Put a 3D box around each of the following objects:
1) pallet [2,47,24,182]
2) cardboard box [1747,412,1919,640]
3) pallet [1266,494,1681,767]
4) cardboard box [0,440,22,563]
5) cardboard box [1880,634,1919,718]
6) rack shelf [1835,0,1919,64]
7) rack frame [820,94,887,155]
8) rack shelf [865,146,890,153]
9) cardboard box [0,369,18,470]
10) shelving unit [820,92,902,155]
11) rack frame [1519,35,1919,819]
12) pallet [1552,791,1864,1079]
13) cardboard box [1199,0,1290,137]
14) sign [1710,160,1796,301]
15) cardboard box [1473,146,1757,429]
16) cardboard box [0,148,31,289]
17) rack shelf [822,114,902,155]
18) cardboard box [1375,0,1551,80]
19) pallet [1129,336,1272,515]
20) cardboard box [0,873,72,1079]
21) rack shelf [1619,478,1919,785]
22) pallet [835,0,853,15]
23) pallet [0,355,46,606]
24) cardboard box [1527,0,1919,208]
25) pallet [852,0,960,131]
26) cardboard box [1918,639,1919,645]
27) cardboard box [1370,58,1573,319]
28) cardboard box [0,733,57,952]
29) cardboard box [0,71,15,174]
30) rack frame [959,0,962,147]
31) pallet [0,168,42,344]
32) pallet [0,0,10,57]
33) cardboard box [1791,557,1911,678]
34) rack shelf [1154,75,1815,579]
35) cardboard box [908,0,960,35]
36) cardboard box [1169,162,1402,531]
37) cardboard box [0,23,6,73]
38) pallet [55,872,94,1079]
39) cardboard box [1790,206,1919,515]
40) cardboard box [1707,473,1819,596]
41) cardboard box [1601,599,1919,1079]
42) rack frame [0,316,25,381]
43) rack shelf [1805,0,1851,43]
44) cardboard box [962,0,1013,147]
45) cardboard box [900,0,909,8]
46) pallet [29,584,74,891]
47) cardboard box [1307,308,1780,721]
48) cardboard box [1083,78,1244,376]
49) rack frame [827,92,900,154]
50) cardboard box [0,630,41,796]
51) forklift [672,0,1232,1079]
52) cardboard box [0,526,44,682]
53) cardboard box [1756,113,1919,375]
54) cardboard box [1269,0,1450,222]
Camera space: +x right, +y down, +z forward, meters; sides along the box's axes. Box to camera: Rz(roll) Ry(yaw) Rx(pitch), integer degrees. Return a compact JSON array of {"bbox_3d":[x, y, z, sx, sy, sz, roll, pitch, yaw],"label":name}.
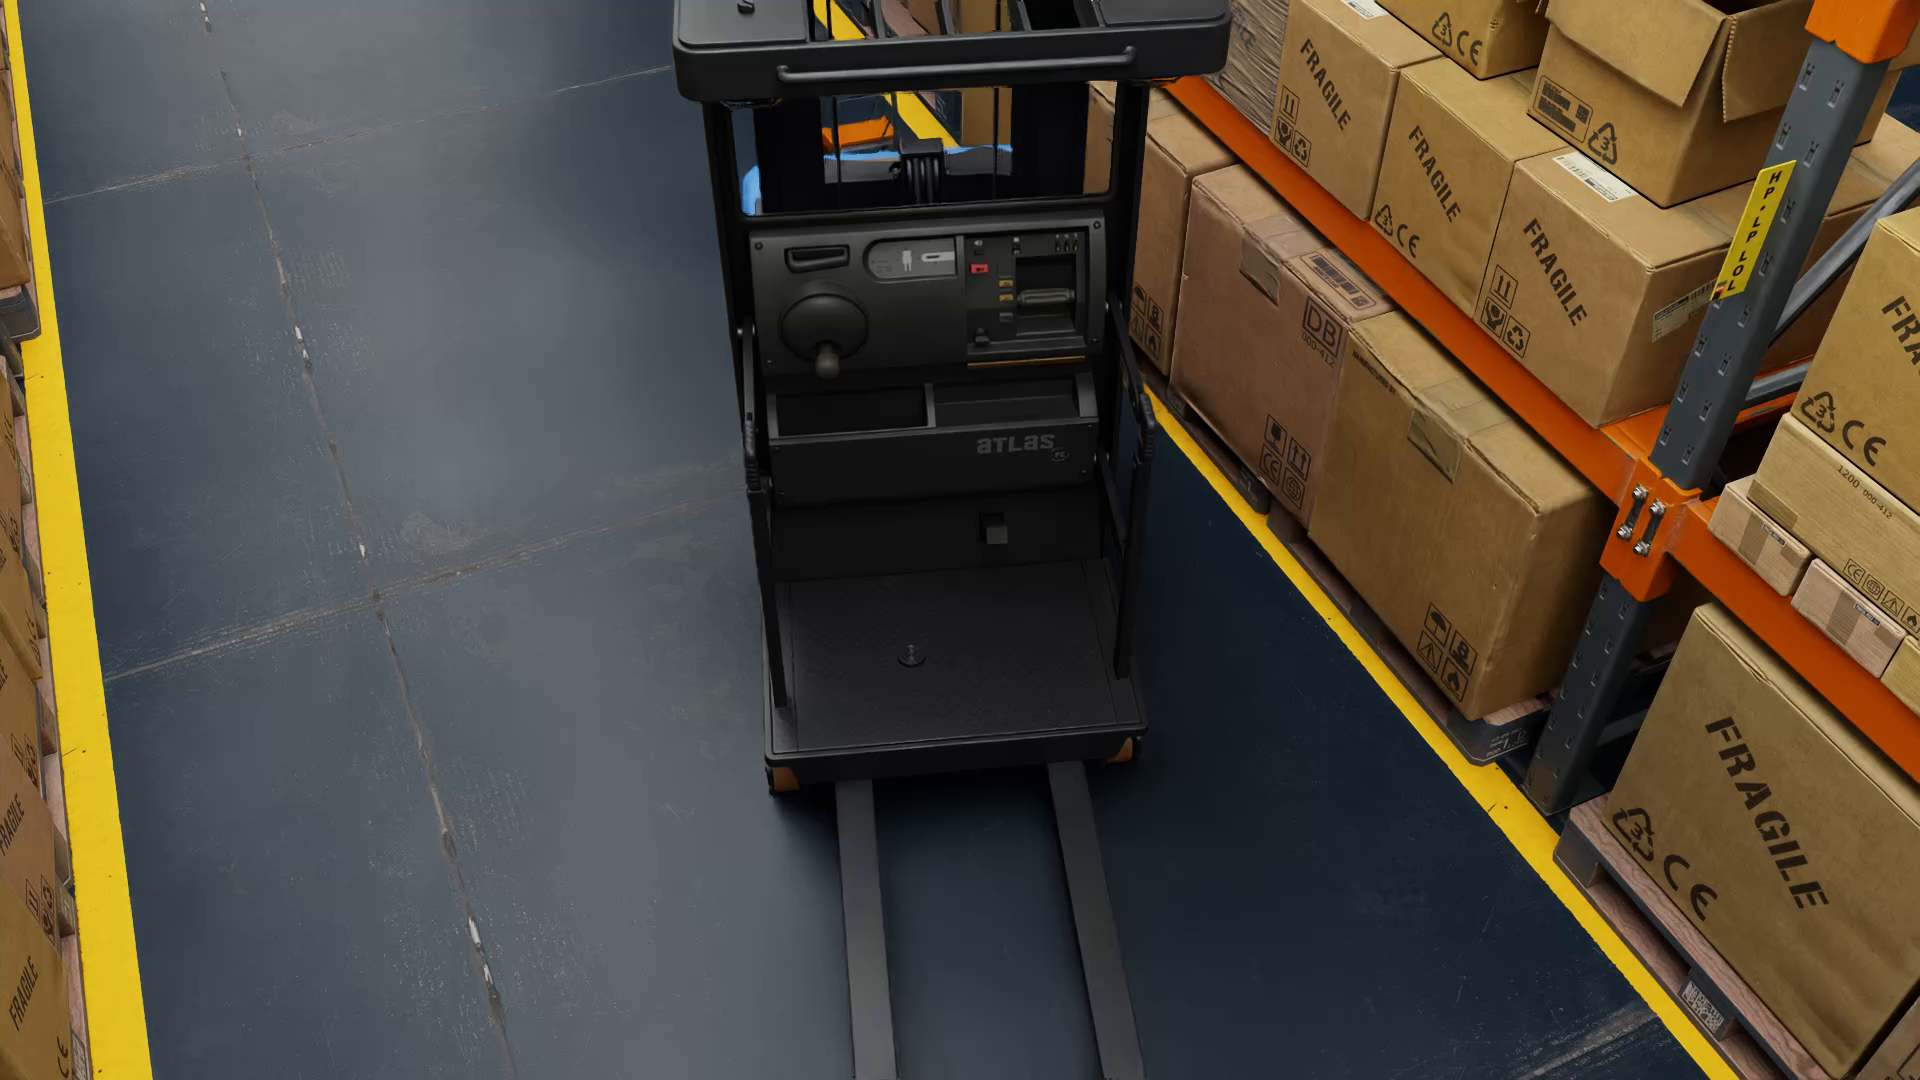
[{"bbox_3d":[-4.838,-1.887,7.512,1.003,0.211,1.213,-18,47,-17],"label":"pallet"},{"bbox_3d":[2.118,-0.106,3.617,0.500,0.250,0.500,-19,48,-18],"label":"cardboard box"},{"bbox_3d":[1.766,0.093,5.506,1.003,0.211,1.213,-18,47,-17],"label":"pallet"},{"bbox_3d":[-3.337,-0.164,5.262,0.500,0.500,0.500,-16,47,-16],"label":"cardboard box"},{"bbox_3d":[2.203,0.281,3.508,0.380,0.149,0.250,-17,47,-16],"label":"cardboard box"},{"bbox_3d":[2.999,0.033,1.958,1.077,0.370,4.000,-18,47,-17],"label":"rack shelf"},{"bbox_3d":[-0.363,-1.194,6.117,0.240,1.200,0.006,-13,36,-13],"label":"rack frame"},{"bbox_3d":[-0.345,-1.305,5.933,0.258,0.103,0.180,-13,36,-13],"label":"rack shelf"},{"bbox_3d":[-3.552,-0.496,5.598,0.500,0.500,0.500,-18,47,-18],"label":"cardboard box"},{"bbox_3d":[-0.334,-1.145,6.045,0.258,1.200,0.189,-13,36,-13],"label":"shelving unit"},{"bbox_3d":[2.159,-0.430,4.050,1.000,3.000,0.127,-18,47,-17],"label":"rack frame"},{"bbox_3d":[2.407,1.070,4.515,1.003,0.211,1.213,-18,47,-17],"label":"pallet"},{"bbox_3d":[1.080,-1.652,5.218,0.500,0.500,0.500,-18,47,-17],"label":"cardboard box"},{"bbox_3d":[1.670,-0.648,3.503,0.100,0.325,0.005,-18,47,-17],"label":"sign"},{"bbox_3d":[1.714,-0.683,4.236,0.500,0.500,0.500,-18,47,-17],"label":"cardboard box"},{"bbox_3d":[-4.240,-1.342,6.277,1.050,0.750,0.750,-19,48,-18],"label":"cardboard box"},{"bbox_3d":[-0.352,-1.403,5.864,0.258,0.103,0.180,-13,36,-13],"label":"rack shelf"},{"bbox_3d":[1.604,-1.668,4.520,0.797,0.503,0.637,-18,47,-17],"label":"cardboard box"},{"bbox_3d":[1.249,-0.686,6.295,1.003,0.211,1.213,-18,47,-17],"label":"pallet"},{"bbox_3d":[-2.454,1.161,3.918,0.500,0.500,0.500,-16,47,-16],"label":"cardboard box"},{"bbox_3d":[2.999,1.100,3.011,1.077,0.370,4.000,-18,47,-17],"label":"rack shelf"},{"bbox_3d":[-0.360,-3.261,8.905,1.003,0.211,1.213,-18,47,-17],"label":"pallet"},{"bbox_3d":[-3.739,-0.088,5.689,1.003,0.211,1.213,-18,47,-17],"label":"pallet"},{"bbox_3d":[1.882,-1.228,4.073,0.797,0.503,0.637,-19,48,-18],"label":"cardboard box"},{"bbox_3d":[0.149,-2.485,8.118,1.003,0.211,1.213,-18,47,-17],"label":"pallet"},{"bbox_3d":[2.323,0.212,3.294,0.500,0.250,0.500,-18,47,-18],"label":"cardboard box"},{"bbox_3d":[1.512,-1.001,4.557,0.500,0.500,0.500,-17,47,-16],"label":"cardboard box"},{"bbox_3d":[-2.678,0.825,4.259,0.500,0.500,0.500,-16,47,-16],"label":"cardboard box"},{"bbox_3d":[-4.611,-1.898,6.841,1.050,0.750,0.750,-17,47,-17],"label":"cardboard box"},{"bbox_3d":[0.477,-2.979,6.634,1.000,3.000,0.127,-18,47,-17],"label":"rack frame"},{"bbox_3d":[-4.329,-1.111,6.726,1.003,0.211,1.213,-18,47,-17],"label":"pallet"},{"bbox_3d":[-5.355,-2.666,8.301,1.003,0.211,1.213,-18,47,-17],"label":"pallet"},{"bbox_3d":[2.092,0.113,3.678,0.380,0.149,0.250,-20,48,-19],"label":"cardboard box"},{"bbox_3d":[1.318,-1.449,5.595,1.077,0.370,4.000,-18,47,-17],"label":"rack shelf"},{"bbox_3d":[0.177,-2.667,7.784,0.700,0.500,0.500,-20,48,-19],"label":"cardboard box"},{"bbox_3d":[1.495,-0.795,5.633,1.225,0.875,0.875,-20,48,-19],"label":"cardboard box"},{"bbox_3d":[-5.003,-2.492,7.442,1.050,0.750,0.750,-18,47,-17],"label":"cardboard box"},{"bbox_3d":[-2.713,1.467,4.113,1.003,0.211,1.213,-18,47,-17],"label":"pallet"},{"bbox_3d":[2.128,-0.369,3.349,0.500,0.500,0.500,-18,47,-17],"label":"cardboard box"},{"bbox_3d":[1.981,-0.054,3.848,0.380,0.149,0.250,-18,47,-17],"label":"cardboard box"},{"bbox_3d":[2.363,0.621,4.199,0.875,0.875,0.875,-18,47,-17],"label":"cardboard box"},{"bbox_3d":[-4.066,-1.579,5.214,1.000,3.000,0.127,-18,47,-17],"label":"rack frame"},{"bbox_3d":[1.318,-2.516,4.541,1.077,0.370,4.000,-18,47,-17],"label":"rack shelf"},{"bbox_3d":[0.748,-1.927,6.781,1.225,0.875,0.875,-20,48,-19],"label":"cardboard box"},{"bbox_3d":[-0.068,-3.017,8.138,0.700,0.500,0.500,-22,49,-21],"label":"cardboard box"},{"bbox_3d":[-3.230,0.688,4.902,1.003,0.211,1.213,-18,47,-17],"label":"pallet"},{"bbox_3d":[1.871,-0.225,5.056,1.225,0.875,0.875,-18,47,-17],"label":"cardboard box"},{"bbox_3d":[1.116,-1.356,6.203,1.225,0.875,0.875,-18,47,-17],"label":"cardboard box"},{"bbox_3d":[-0.306,-1.096,5.974,0.240,1.200,0.006,-13,36,-13],"label":"rack frame"},{"bbox_3d":[-2.911,0.495,4.594,0.500,0.500,0.500,-17,47,-17],"label":"cardboard box"},{"bbox_3d":[-0.052,-0.550,4.221,1.130,2.935,3.031,-4,45,-4],"label":"forklift"},{"bbox_3d":[-3.100,0.168,4.925,0.500,0.500,0.500,-20,48,-19],"label":"cardboard box"},{"bbox_3d":[2.192,-0.833,4.387,0.500,0.500,0.500,-18,47,-17],"label":"cardboard box"},{"bbox_3d":[1.286,-1.331,4.893,0.500,0.500,0.500,-19,48,-18],"label":"cardboard box"}]
